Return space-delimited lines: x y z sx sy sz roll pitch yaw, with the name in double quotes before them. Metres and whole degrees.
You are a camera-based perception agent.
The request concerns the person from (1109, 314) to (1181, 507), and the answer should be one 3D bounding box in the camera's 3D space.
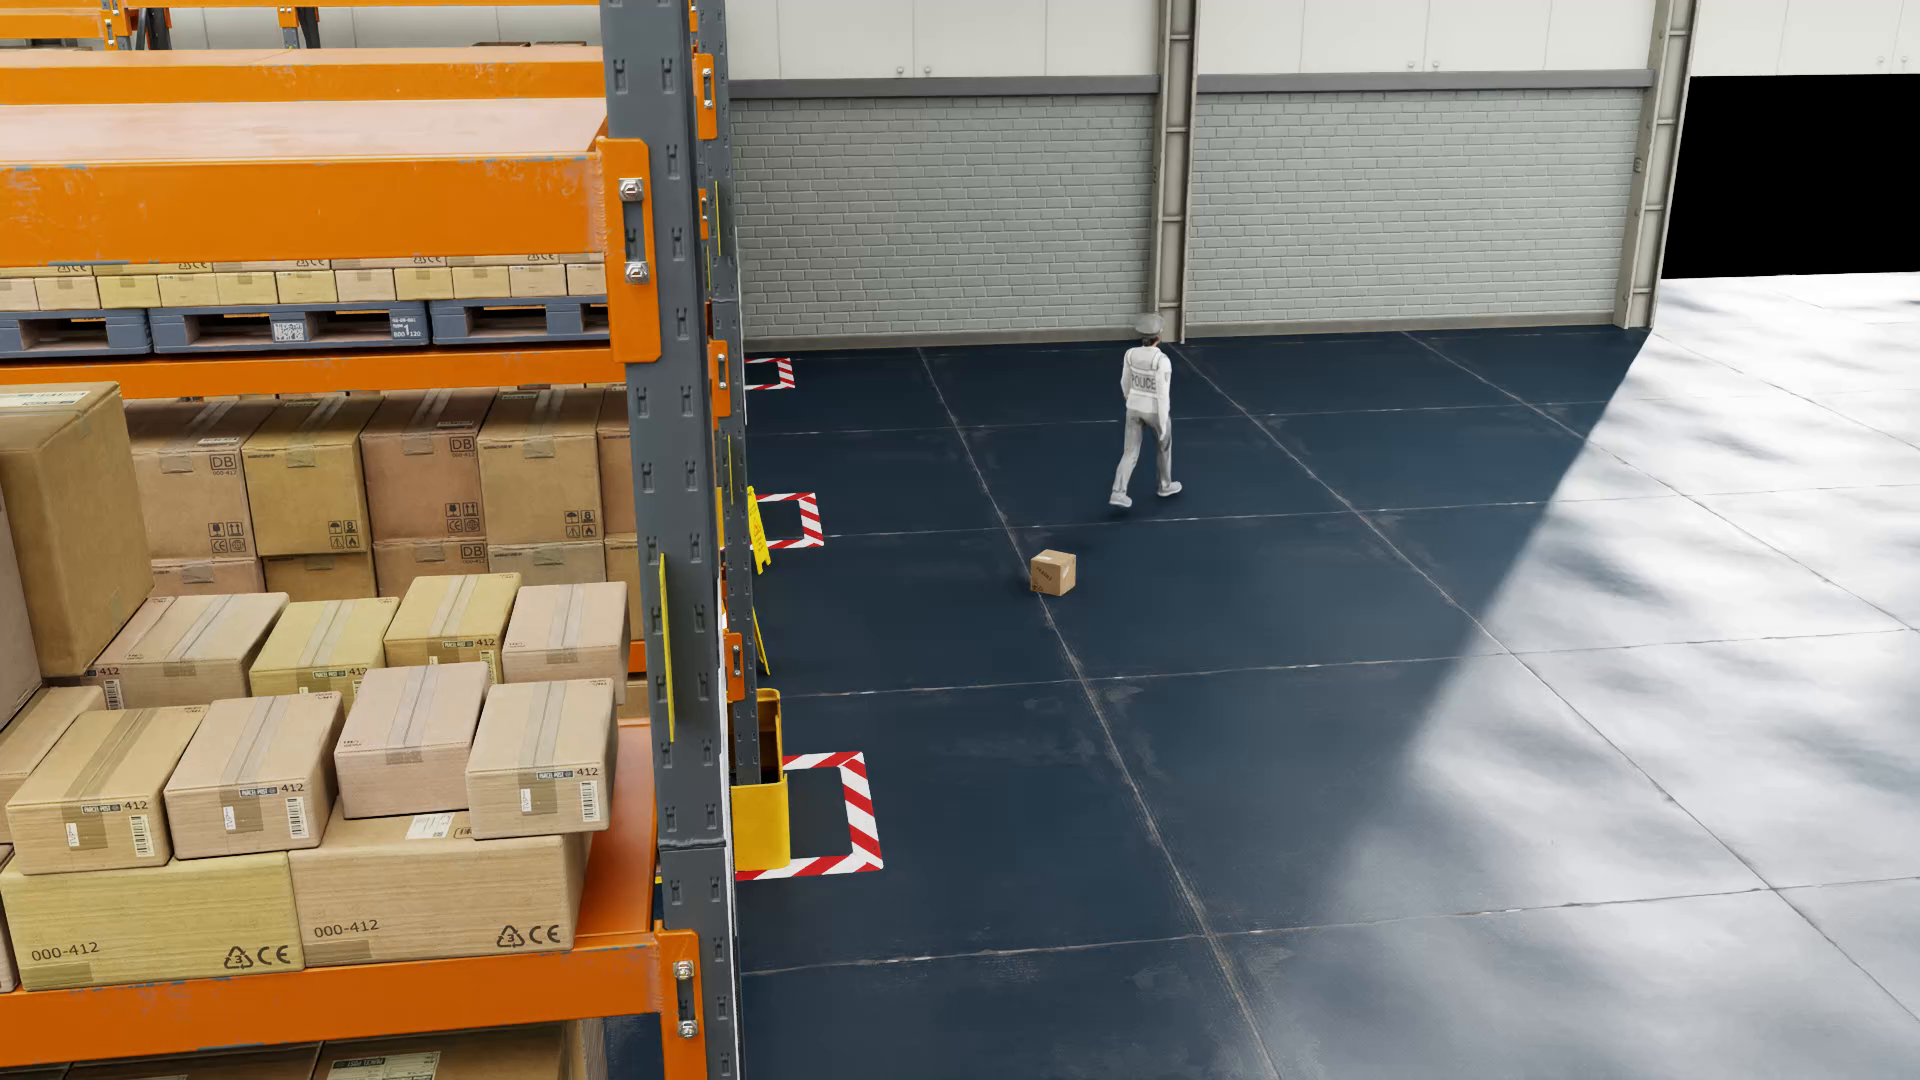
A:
"person" 1.572 -1.100 14.018 0.502 1.640 0.983 12 24 31
